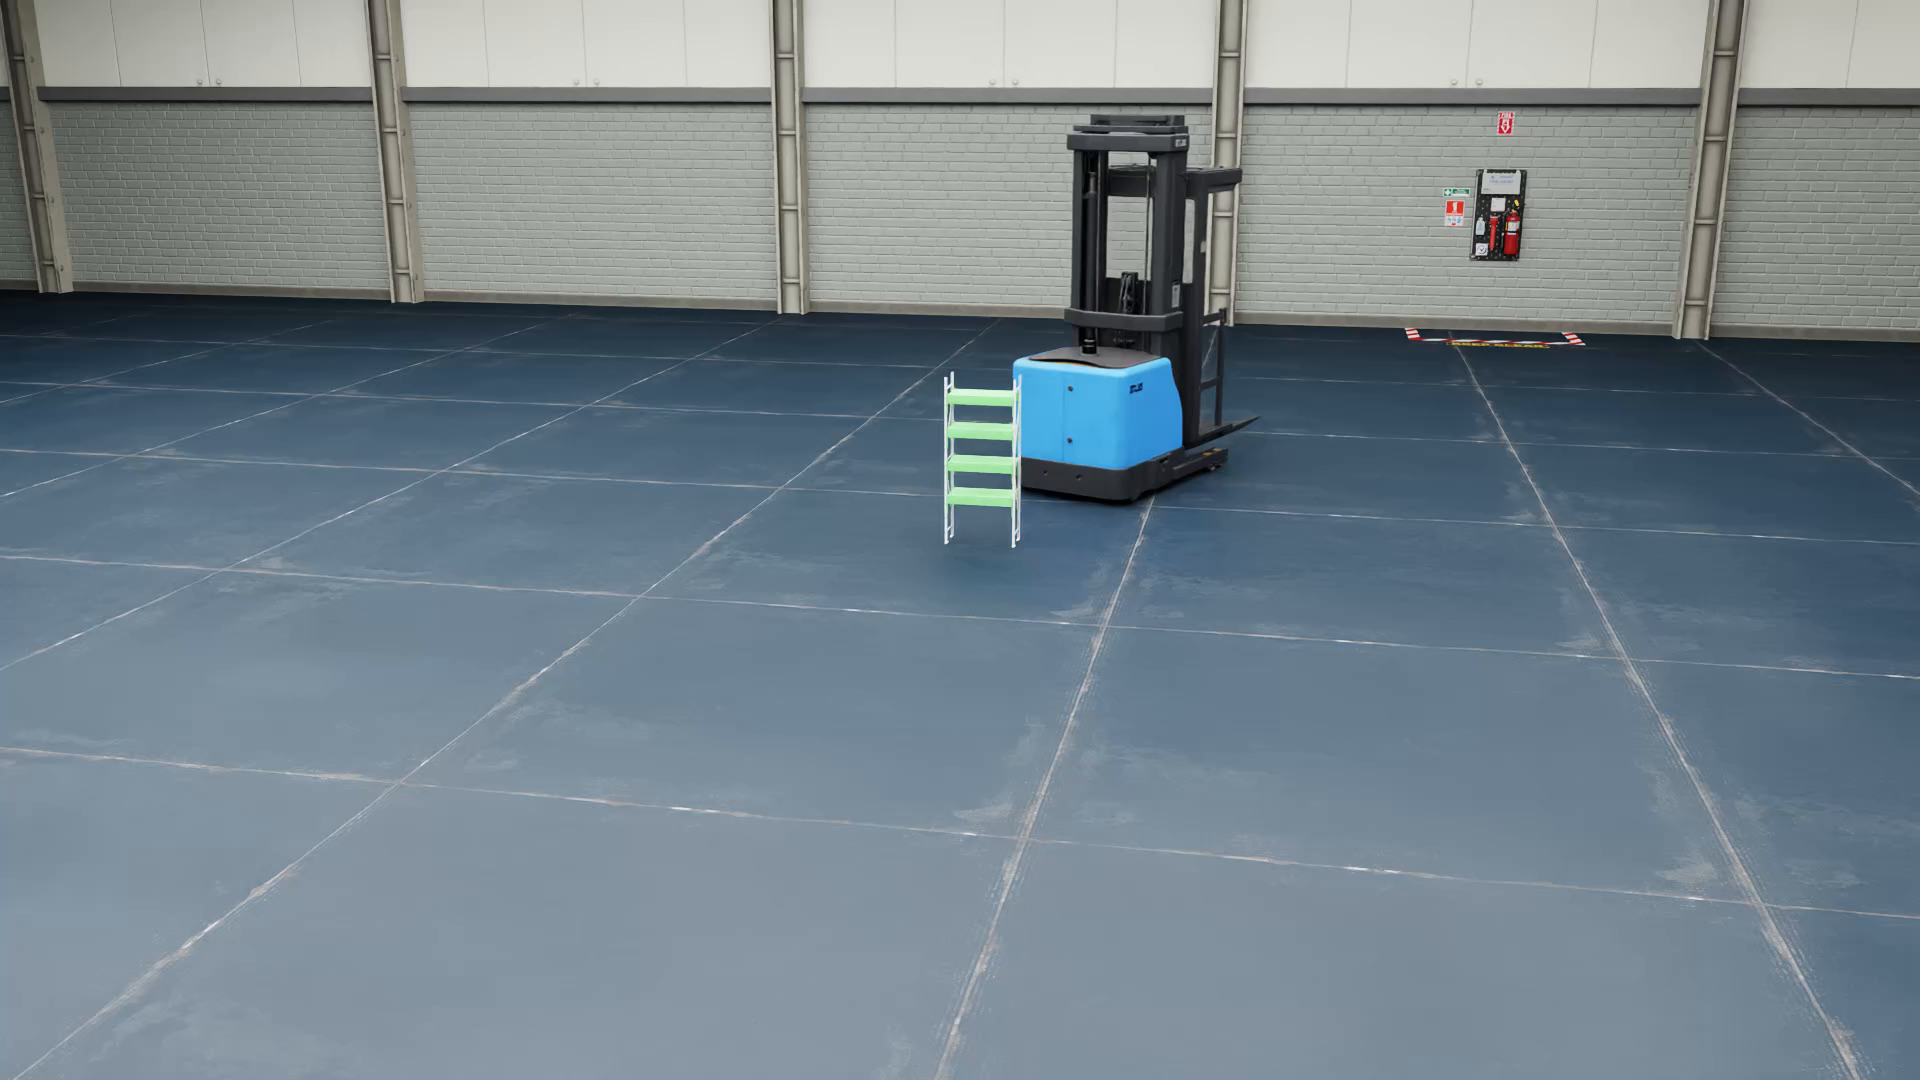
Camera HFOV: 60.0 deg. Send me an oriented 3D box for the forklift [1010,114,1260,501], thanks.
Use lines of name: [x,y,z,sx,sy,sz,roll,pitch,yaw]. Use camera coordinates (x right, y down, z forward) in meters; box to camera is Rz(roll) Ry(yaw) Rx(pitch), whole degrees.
forklift: [1.639,-2.053,13.913,1.130,2.935,3.031,10,18,32]

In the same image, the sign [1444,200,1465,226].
sign: [6.458,-4.268,21.713,0.234,0.329,0.001,3,16,11]

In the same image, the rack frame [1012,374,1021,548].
rack frame: [0.401,-0.556,11.753,0.015,1.200,0.240,3,16,11]

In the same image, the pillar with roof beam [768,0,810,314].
pillar with roof beam: [-3.224,-6.456,18.442,0.400,9.000,9.100,3,16,11]

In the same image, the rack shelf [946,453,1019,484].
rack shelf: [0.162,-0.508,11.817,0.480,0.148,0.258,3,16,11]

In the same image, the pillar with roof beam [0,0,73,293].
pillar with roof beam: [-14.984,-7.094,20.746,0.400,9.000,9.100,3,16,11]

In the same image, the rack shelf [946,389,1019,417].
rack shelf: [0.162,-0.970,11.689,0.480,0.148,0.258,3,16,11]

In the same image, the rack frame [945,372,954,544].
rack frame: [-0.077,-0.582,11.847,0.015,1.200,0.240,3,16,11]

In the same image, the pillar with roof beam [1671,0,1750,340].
pillar with roof beam: [8.535,-5.818,16.137,0.400,9.000,9.100,3,16,11]

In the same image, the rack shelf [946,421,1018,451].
rack shelf: [0.162,-0.739,11.753,0.480,0.148,0.258,3,16,11]

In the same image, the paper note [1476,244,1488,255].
paper note: [6.819,-3.797,21.731,0.142,0.148,0.016,3,16,11]

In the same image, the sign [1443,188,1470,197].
sign: [6.460,-4.521,21.633,0.331,0.109,0.001,3,16,11]

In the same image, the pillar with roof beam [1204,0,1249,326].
pillar with roof beam: [2.655,-6.137,17.290,0.400,9.000,9.100,3,16,11]

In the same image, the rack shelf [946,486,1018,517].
rack shelf: [0.162,-0.277,11.881,0.480,0.148,0.258,3,16,11]

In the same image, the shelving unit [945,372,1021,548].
shelving unit: [0.162,-0.569,11.800,0.503,1.200,0.258,3,16,11]

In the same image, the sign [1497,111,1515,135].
sign: [6.991,-5.338,21.300,0.199,0.298,0.001,3,16,11]

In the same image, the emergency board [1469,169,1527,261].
emergency board: [6.979,-4.194,21.514,0.643,1.169,0.194,3,16,11]

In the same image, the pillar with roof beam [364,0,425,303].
pillar with roof beam: [-9.104,-6.775,19.594,0.400,9.000,9.100,3,16,11]
